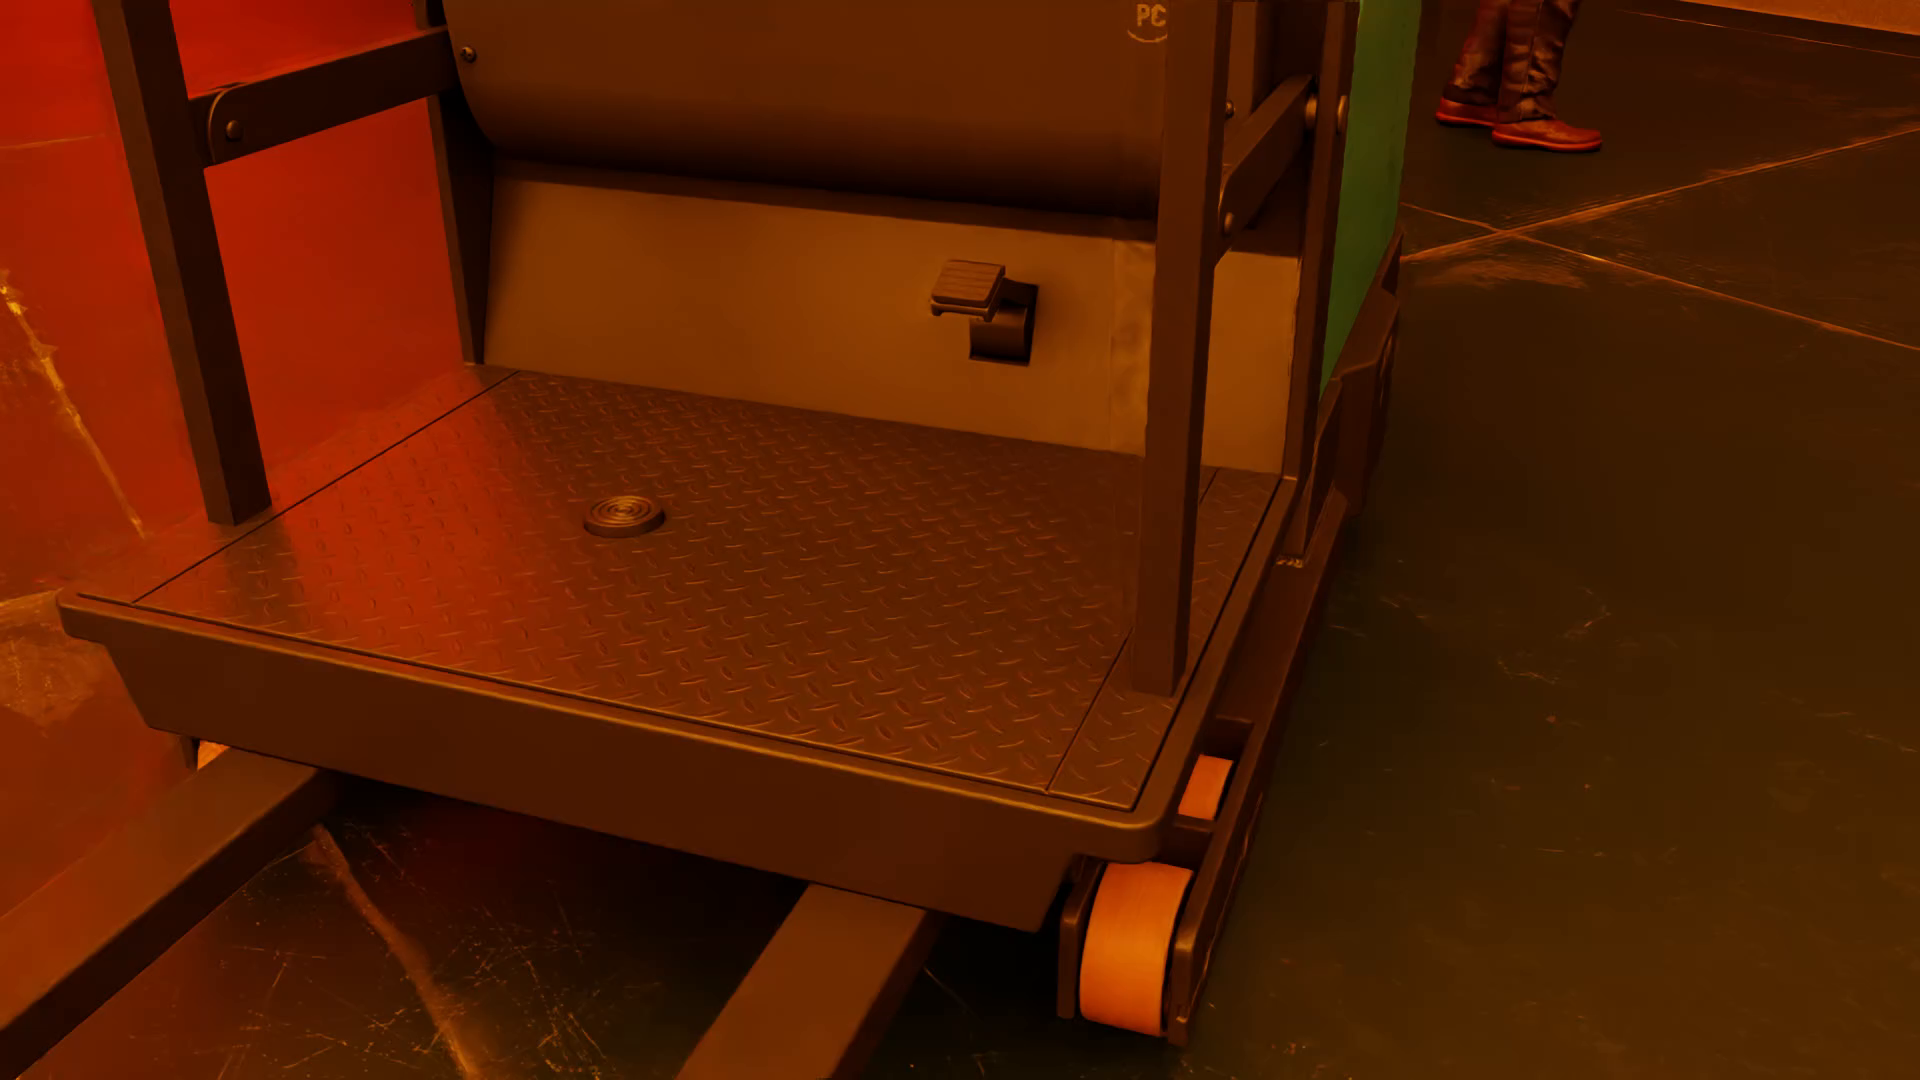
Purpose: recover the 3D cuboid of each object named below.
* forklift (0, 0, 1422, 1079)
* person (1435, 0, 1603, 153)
[{"bbox_3d":[-0.203,-1.052,1.328,1.130,2.935,3.031,9,28,18],"label":"forklift"},{"bbox_3d":[1.636,-1.924,4.543,0.485,1.617,0.675,9,28,18],"label":"person"}]
